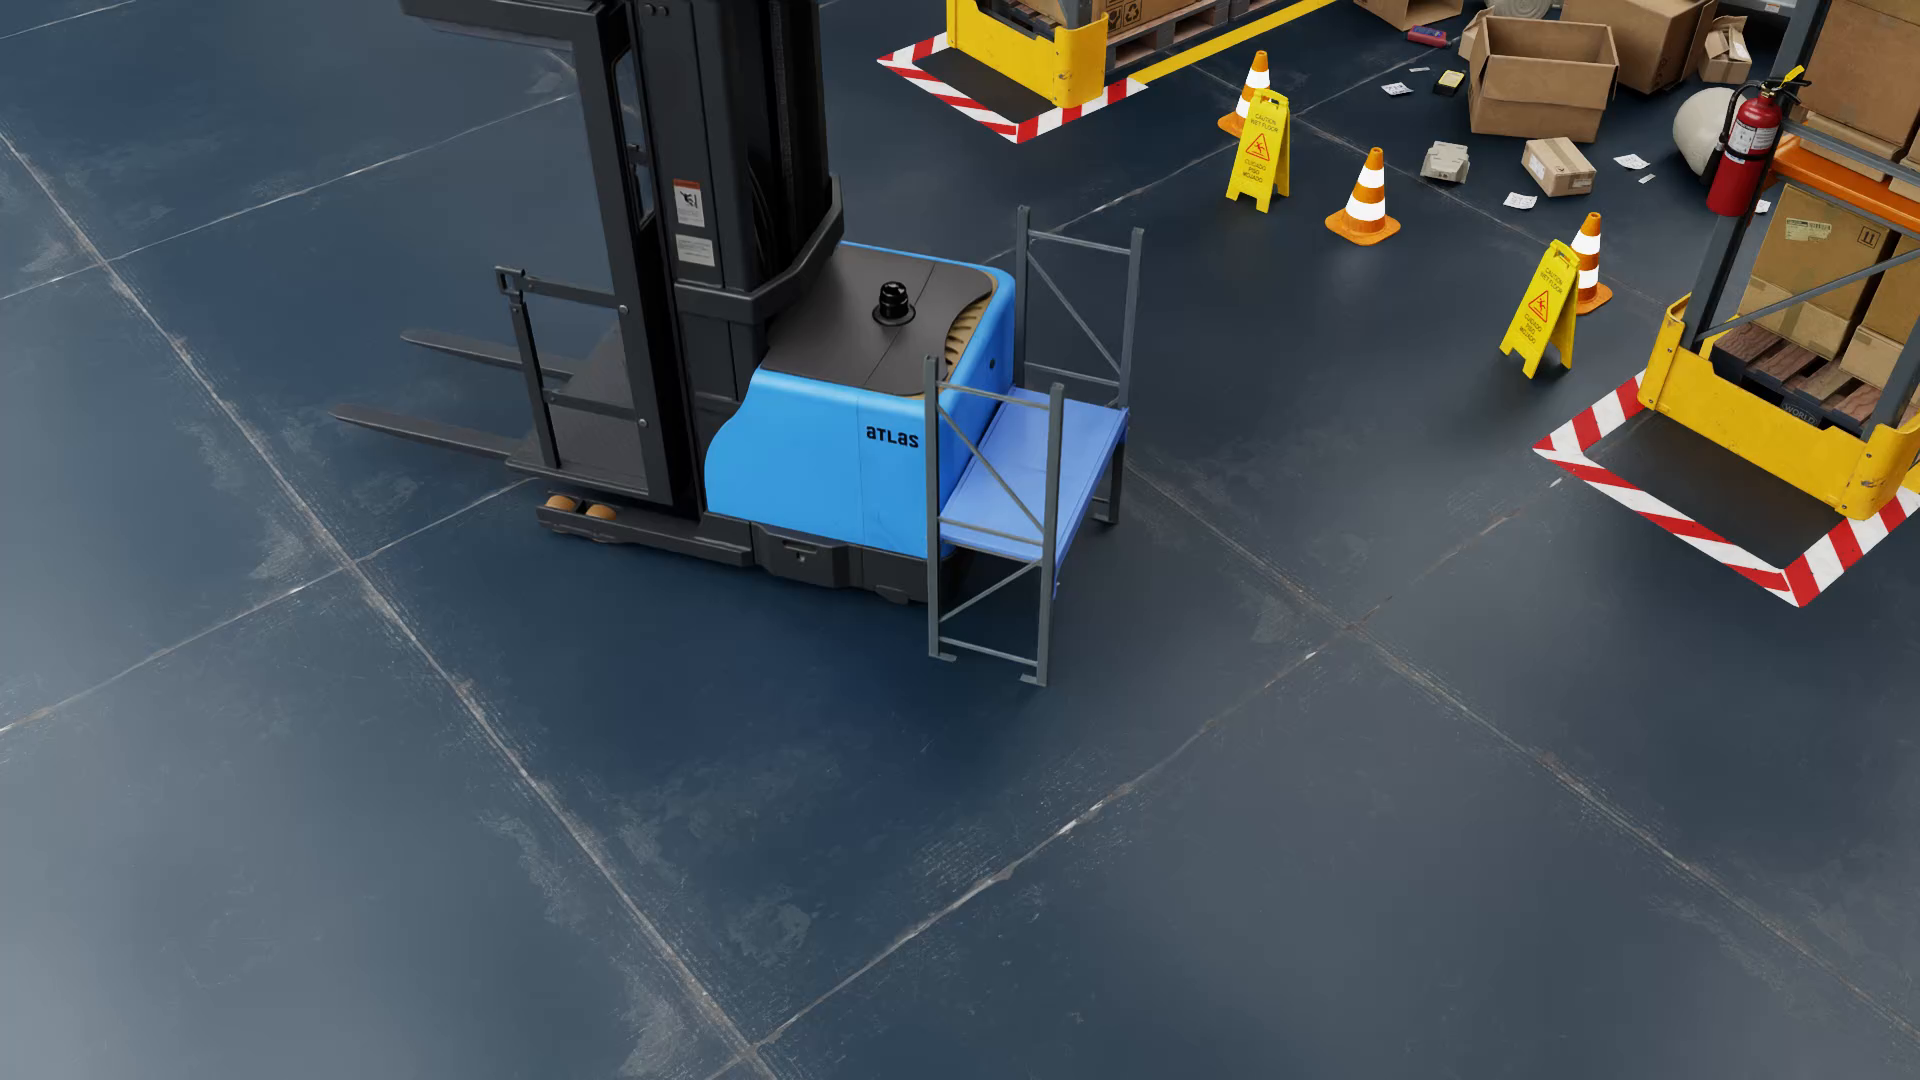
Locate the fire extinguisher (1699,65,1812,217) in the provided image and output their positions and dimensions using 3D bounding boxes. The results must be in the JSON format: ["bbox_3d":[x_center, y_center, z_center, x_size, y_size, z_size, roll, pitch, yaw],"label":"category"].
[{"bbox_3d":[3.284,-1.673,6.897,0.183,0.674,0.296,-30,51,-28],"label":"fire extinguisher"}]

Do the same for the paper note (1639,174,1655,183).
[{"bbox_3d":[3.894,-2.048,9.424,0.123,0.001,0.032,-30,51,-28],"label":"paper note"}]

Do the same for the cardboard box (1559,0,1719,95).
[{"bbox_3d":[4.103,-3.165,10.153,0.503,0.637,0.797,-30,51,-28],"label":"cardboard box"}]

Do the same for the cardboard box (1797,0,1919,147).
[{"bbox_3d":[3.907,-2.037,6.938,0.500,0.500,0.500,-31,51,-29],"label":"cardboard box"}]

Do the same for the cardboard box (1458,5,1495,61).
[{"bbox_3d":[3.346,-3.102,10.359,0.258,0.266,0.396,-21,47,-21],"label":"cardboard box"}]

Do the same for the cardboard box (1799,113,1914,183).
[{"bbox_3d":[3.817,-1.694,7.046,0.250,0.149,0.380,-28,50,-27],"label":"cardboard box"}]

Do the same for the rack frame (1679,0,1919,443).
[{"bbox_3d":[3.668,-1.509,6.666,0.127,3.000,1.000,-30,51,-28],"label":"rack frame"}]

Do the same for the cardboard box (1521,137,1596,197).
[{"bbox_3d":[3.376,-2.106,9.384,0.250,0.149,0.380,-7,44,-7],"label":"cardboard box"}]

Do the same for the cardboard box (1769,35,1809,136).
[{"bbox_3d":[5.041,-2.600,9.651,0.500,0.500,0.500,0,43,0],"label":"cardboard box"}]

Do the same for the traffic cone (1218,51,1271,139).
[{"bbox_3d":[1.733,-2.627,9.709,0.334,0.463,0.336,-30,51,-28],"label":"traffic cone"}]

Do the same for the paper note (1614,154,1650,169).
[{"bbox_3d":[3.863,-2.178,9.555,0.142,0.019,0.148,-14,45,-14],"label":"paper note"}]

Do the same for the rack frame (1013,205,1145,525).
[{"bbox_3d":[0.462,-0.681,6.880,0.500,1.500,0.032,14,45,14],"label":"rack frame"}]

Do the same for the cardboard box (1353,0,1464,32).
[{"bbox_3d":[2.950,-3.690,10.812,0.500,0.500,0.500,-21,47,-21],"label":"cardboard box"}]

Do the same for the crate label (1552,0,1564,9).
[{"bbox_3d":[3.997,-3.643,11.029,0.298,0.136,0.250,7,44,7],"label":"crate label"}]

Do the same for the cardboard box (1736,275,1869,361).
[{"bbox_3d":[4.133,-1.167,8.003,0.500,0.250,0.500,-30,51,-28],"label":"cardboard box"}]

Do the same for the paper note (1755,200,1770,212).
[{"bbox_3d":[4.405,-1.862,9.210,0.142,0.019,0.148,22,47,21],"label":"paper note"}]

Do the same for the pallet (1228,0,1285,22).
[{"bbox_3d":[1.913,-3.973,11.326,1.213,0.211,1.003,-30,51,-28],"label":"pallet"}]

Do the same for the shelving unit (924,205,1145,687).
[{"bbox_3d":[0.288,-0.354,6.531,0.538,1.500,1.048,14,45,14],"label":"shelving unit"}]

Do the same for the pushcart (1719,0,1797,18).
[{"bbox_3d":[5.235,-3.486,10.686,1.648,0.377,0.936,22,47,21],"label":"pushcart"}]

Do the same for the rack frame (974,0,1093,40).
[{"bbox_3d":[0.414,-4.064,9.386,0.127,3.000,1.000,-30,51,-28],"label":"rack frame"}]

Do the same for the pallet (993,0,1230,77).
[{"bbox_3d":[0.977,-3.440,10.759,1.213,0.211,1.003,-30,51,-28],"label":"pallet"}]

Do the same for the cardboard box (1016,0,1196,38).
[{"bbox_3d":[0.892,-3.775,10.324,0.875,0.875,0.875,-29,51,-28],"label":"cardboard box"}]

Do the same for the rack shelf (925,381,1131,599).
[{"bbox_3d":[0.288,-0.223,6.655,0.538,0.185,1.000,14,45,14],"label":"rack shelf"}]

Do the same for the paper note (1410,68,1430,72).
[{"bbox_3d":[2.866,-2.932,10.365,0.123,0.001,0.032,-7,44,-7],"label":"paper note"}]

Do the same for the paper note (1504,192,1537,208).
[{"bbox_3d":[3.116,-1.888,9.237,0.148,0.019,0.142,22,47,21],"label":"paper note"}]

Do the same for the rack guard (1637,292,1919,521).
[{"bbox_3d":[3.726,-0.632,7.557,0.348,0.500,1.175,-30,51,-28],"label":"rack guard"}]

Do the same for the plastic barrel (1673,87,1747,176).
[{"bbox_3d":[4.281,-2.272,9.360,0.421,0.421,0.512,0,43,0],"label":"plastic barrel"}]

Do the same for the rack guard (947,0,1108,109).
[{"bbox_3d":[0.396,-3.143,10.231,0.348,0.500,1.175,-30,51,-28],"label":"rack guard"}]

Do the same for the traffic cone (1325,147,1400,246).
[{"bbox_3d":[2.197,-1.884,8.918,0.334,0.463,0.336,-30,51,-28],"label":"traffic cone"}]

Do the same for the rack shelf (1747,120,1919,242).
[{"bbox_3d":[5.202,-2.126,7.848,4.000,0.370,1.077,-30,51,-28],"label":"rack shelf"}]

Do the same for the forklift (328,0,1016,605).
[{"bbox_3d":[-1.326,-1.389,6.588,3.031,2.935,1.130,12,45,13],"label":"forklift"}]

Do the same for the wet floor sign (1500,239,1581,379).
[{"bbox_3d":[2.835,-1.130,7.981,0.232,0.644,0.267,-14,45,-14],"label":"wet floor sign"}]

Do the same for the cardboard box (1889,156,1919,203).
[{"bbox_3d":[4.061,-1.458,6.795,0.250,0.149,0.380,-30,51,-28],"label":"cardboard box"}]

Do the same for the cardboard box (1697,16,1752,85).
[{"bbox_3d":[4.734,-3.039,10.292,0.258,0.266,0.396,7,44,7],"label":"cardboard box"}]

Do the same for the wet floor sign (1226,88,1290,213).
[{"bbox_3d":[1.662,-2.154,9.072,0.267,0.644,0.232,30,51,28],"label":"wet floor sign"}]

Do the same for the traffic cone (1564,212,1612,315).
[{"bbox_3d":[3.170,-1.451,8.457,0.334,0.463,0.336,-30,51,-28],"label":"traffic cone"}]

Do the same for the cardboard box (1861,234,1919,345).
[{"bbox_3d":[4.482,-1.153,7.441,0.500,0.500,0.500,-32,52,-29],"label":"cardboard box"}]

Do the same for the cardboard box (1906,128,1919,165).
[{"bbox_3d":[4.209,-1.717,6.596,0.500,0.500,0.500,-31,51,-28],"label":"cardboard box"}]

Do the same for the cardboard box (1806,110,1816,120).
[{"bbox_3d":[3.940,-1.864,7.227,0.250,0.149,0.380,-30,51,-28],"label":"cardboard box"}]

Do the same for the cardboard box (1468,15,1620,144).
[{"bbox_3d":[3.391,-2.700,9.758,0.797,0.503,0.637,7,44,7],"label":"cardboard box"}]

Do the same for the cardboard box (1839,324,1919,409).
[{"bbox_3d":[4.464,-0.869,7.686,0.500,0.250,0.500,-30,51,-28],"label":"cardboard box"}]

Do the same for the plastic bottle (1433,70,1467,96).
[{"bbox_3d":[3.015,-2.821,10.209,0.133,0.061,0.283,22,47,21],"label":"plastic bottle"}]

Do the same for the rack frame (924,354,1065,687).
[{"bbox_3d":[0.115,-0.027,6.183,0.500,1.500,0.032,14,45,14],"label":"rack frame"}]

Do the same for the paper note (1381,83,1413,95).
[{"bbox_3d":[2.674,-2.760,10.168,0.142,0.017,0.144,-14,45,-14],"label":"paper note"}]

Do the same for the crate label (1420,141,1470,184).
[{"bbox_3d":[2.760,-2.144,9.432,0.250,0.136,0.298,14,45,15],"label":"crate label"}]

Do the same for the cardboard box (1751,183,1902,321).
[{"bbox_3d":[4.115,-1.422,7.727,0.500,0.500,0.500,-29,51,-28],"label":"cardboard box"}]

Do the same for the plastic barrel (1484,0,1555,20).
[{"bbox_3d":[3.596,-3.578,10.751,0.421,0.421,0.512,0,43,0],"label":"plastic barrel"}]

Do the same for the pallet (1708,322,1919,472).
[{"bbox_3d":[4.372,-0.865,8.016,1.213,0.211,1.003,-30,51,-28],"label":"pallet"}]

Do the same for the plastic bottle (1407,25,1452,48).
[{"bbox_3d":[3.014,-3.212,10.625,0.283,0.061,0.133,22,47,21],"label":"plastic bottle"}]
